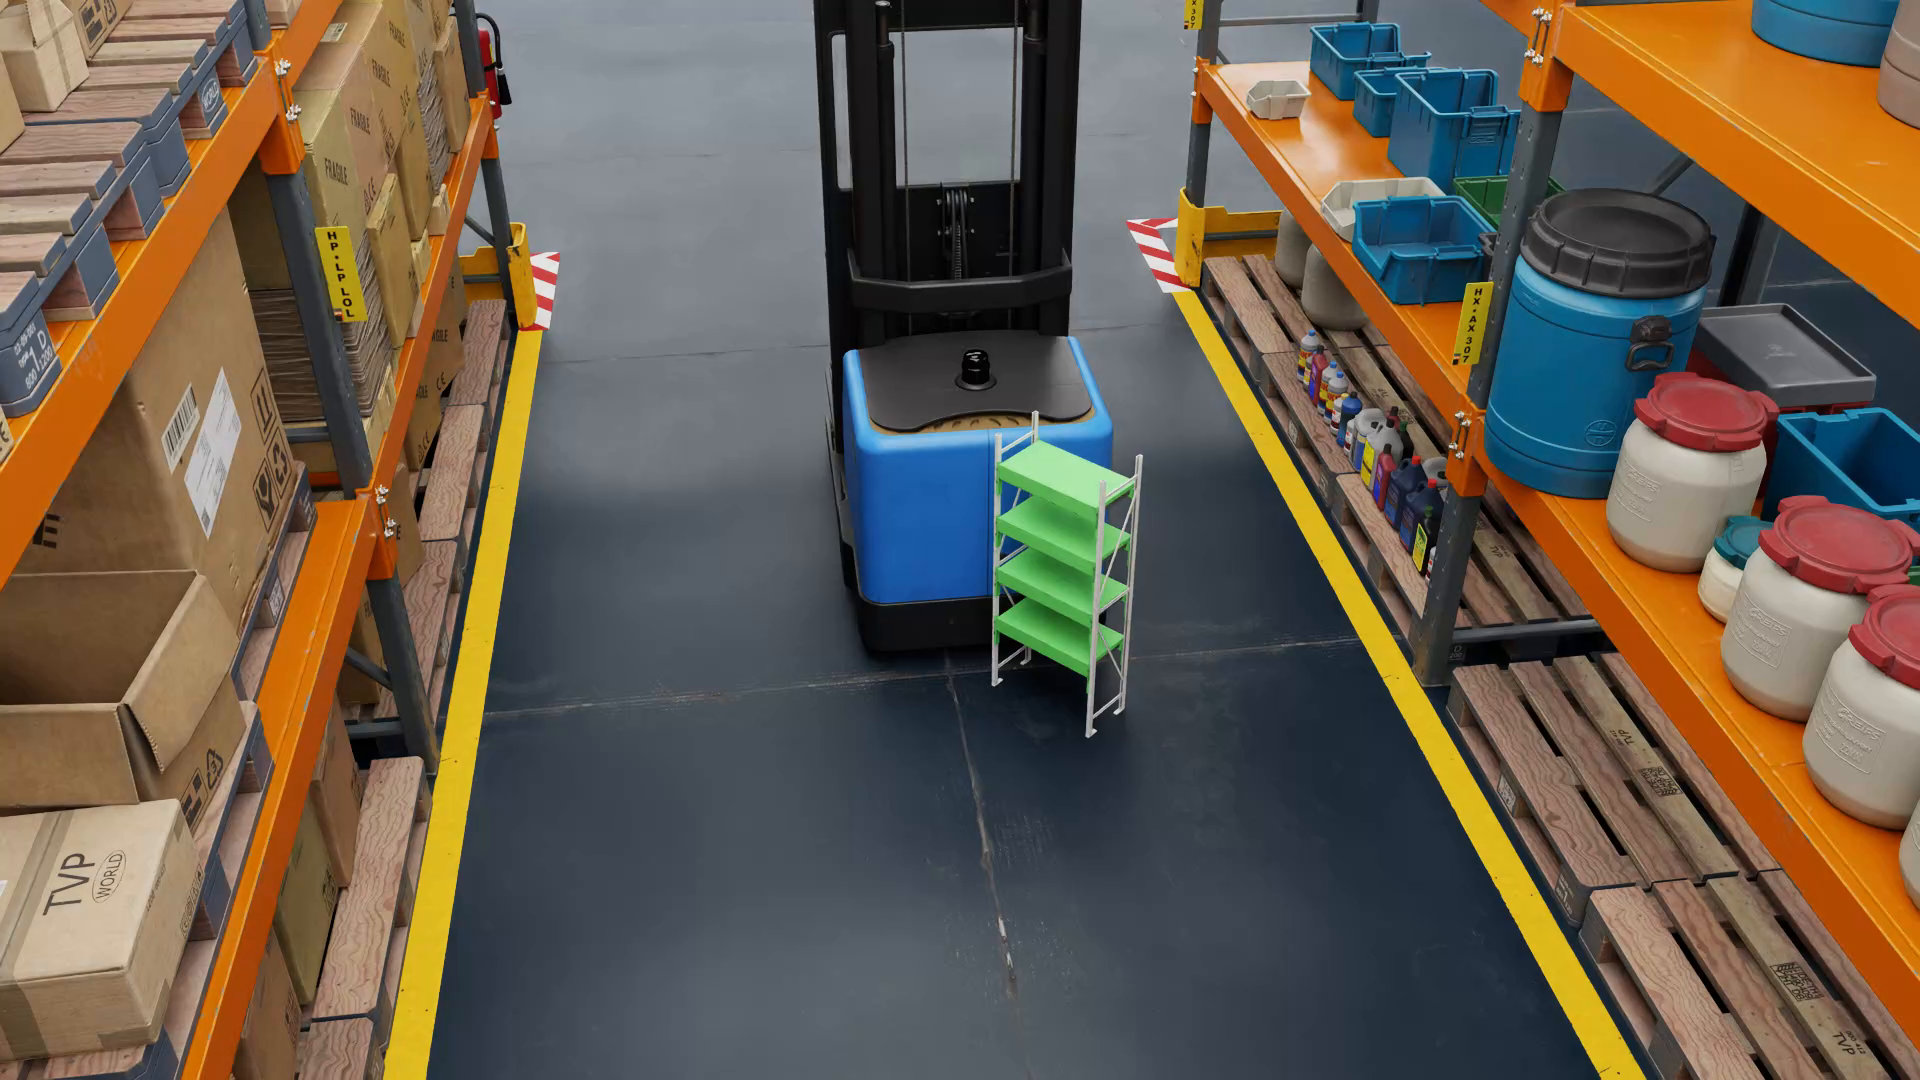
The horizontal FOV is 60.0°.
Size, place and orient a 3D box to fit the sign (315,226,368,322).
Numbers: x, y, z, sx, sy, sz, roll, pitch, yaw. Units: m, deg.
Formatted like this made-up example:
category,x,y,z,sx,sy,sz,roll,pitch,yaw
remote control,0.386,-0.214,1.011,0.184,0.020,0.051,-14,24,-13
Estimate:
category,x,y,z,sx,sy,sz,roll,pitch,yaw
sign,-1.969,-0.844,5.297,0.100,0.325,0.005,-4,35,-6

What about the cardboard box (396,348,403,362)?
category,x,y,z,sx,sy,sz,roll,pitch,yaw
cardboard box,-2.374,-0.777,6.450,0.380,0.149,0.250,-4,35,-6

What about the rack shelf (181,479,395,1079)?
category,x,y,z,sx,sy,sz,roll,pitch,yaw
rack shelf,-2.250,1.092,4.123,1.077,0.370,4.000,-4,35,-6

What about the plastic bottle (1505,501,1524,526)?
category,x,y,z,sx,sy,sz,roll,pitch,yaw
plastic bottle,2.549,-0.255,7.422,0.144,0.351,0.185,-4,35,-6

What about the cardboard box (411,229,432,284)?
category,x,y,z,sx,sy,sz,roll,pitch,yaw
cardboard box,-2.465,-1.196,7.065,0.380,0.149,0.250,-4,35,-6

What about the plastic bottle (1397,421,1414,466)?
category,x,y,z,sx,sy,sz,roll,pitch,yaw
plastic bottle,2.046,-0.403,7.699,0.061,0.283,0.133,-4,35,-6

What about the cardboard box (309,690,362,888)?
category,x,y,z,sx,sy,sz,roll,pitch,yaw
cardboard box,-2.458,0.874,5.633,0.700,0.500,0.500,-7,35,-10

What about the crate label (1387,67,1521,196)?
category,x,y,z,sx,sy,sz,roll,pitch,yaw
crate label,2.367,-1.937,7.897,0.502,0.435,0.616,-4,35,-6

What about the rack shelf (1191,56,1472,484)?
category,x,y,z,sx,sy,sz,roll,pitch,yaw
rack shelf,2.120,-1.515,7.949,1.077,0.370,4.000,-4,35,-6

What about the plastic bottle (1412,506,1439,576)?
category,x,y,z,sx,sy,sz,roll,pitch,yaw
plastic bottle,1.998,0.001,7.107,0.061,0.283,0.133,-3,34,-4

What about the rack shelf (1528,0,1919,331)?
category,x,y,z,sx,sy,sz,roll,pitch,yaw
rack shelf,2.658,-0.523,3.829,1.077,0.370,4.000,-4,35,-6

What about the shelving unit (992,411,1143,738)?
category,x,y,z,sx,sy,sz,roll,pitch,yaw
shelving unit,0.399,0.147,6.469,0.503,1.200,0.258,26,42,33

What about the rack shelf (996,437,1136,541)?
category,x,y,z,sx,sy,sz,roll,pitch,yaw
rack shelf,0.399,-0.197,6.235,0.480,0.148,0.258,26,42,33

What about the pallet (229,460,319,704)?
category,x,y,z,sx,sy,sz,roll,pitch,yaw
pallet,-2.560,0.195,4.970,1.003,0.211,1.213,-4,35,-6

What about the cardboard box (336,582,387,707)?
category,x,y,z,sx,sy,sz,roll,pitch,yaw
cardboard box,-2.533,0.312,6.476,0.500,0.500,0.500,-5,35,-8

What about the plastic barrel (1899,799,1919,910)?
category,x,y,z,sx,sy,sz,roll,pitch,yaw
plastic barrel,2.521,0.696,3.965,0.421,0.512,0.421,0,34,0

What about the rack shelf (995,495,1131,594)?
category,x,y,z,sx,sy,sz,roll,pitch,yaw
rack shelf,0.399,0.001,6.370,0.480,0.148,0.258,26,42,33

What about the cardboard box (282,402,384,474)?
category,x,y,z,sx,sy,sz,roll,pitch,yaw
cardboard box,-2.250,-0.360,5.838,0.380,0.149,0.250,-4,35,-6

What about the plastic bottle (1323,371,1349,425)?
category,x,y,z,sx,sy,sz,roll,pitch,yaw
plastic bottle,1.846,-0.701,8.147,0.097,0.271,0.097,0,34,0

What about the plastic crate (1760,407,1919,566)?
category,x,y,z,sx,sy,sz,roll,pitch,yaw
plastic crate,2.846,-0.098,5.244,0.392,0.384,0.575,-4,35,-6

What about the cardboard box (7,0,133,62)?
category,x,y,z,sx,sy,sz,roll,pitch,yaw
cardboard box,-2.554,-1.507,4.170,0.797,0.503,0.637,-6,35,-9

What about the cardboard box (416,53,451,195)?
category,x,y,z,sx,sy,sz,roll,pitch,yaw
cardboard box,-2.799,-1.857,7.458,0.875,0.500,0.500,-4,35,-6

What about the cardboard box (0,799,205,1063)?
category,x,y,z,sx,sy,sz,roll,pitch,yaw
cardboard box,-1.978,0.846,3.605,0.500,0.250,0.500,-5,35,-8

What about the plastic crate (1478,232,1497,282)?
category,x,y,z,sx,sy,sz,roll,pitch,yaw
plastic crate,2.445,-0.973,6.569,0.767,0.338,0.504,-4,35,-6

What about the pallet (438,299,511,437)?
category,x,y,z,sx,sy,sz,roll,pitch,yaw
pallet,-2.972,-0.903,8.887,1.003,0.211,1.213,-4,35,-6

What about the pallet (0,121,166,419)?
category,x,y,z,sx,sy,sz,roll,pitch,yaw
pallet,-2.399,-0.552,3.400,1.213,0.211,1.003,-4,35,-6

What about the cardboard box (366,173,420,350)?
category,x,y,z,sx,sy,sz,roll,pitch,yaw
cardboard box,-2.550,-1.023,6.235,0.875,0.500,0.500,-4,35,-6

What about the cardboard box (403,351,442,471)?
category,x,y,z,sx,sy,sz,roll,pitch,yaw
cardboard box,-2.810,-0.663,7.906,0.500,0.500,0.500,-1,34,-2

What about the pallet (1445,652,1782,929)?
category,x,y,z,sx,sy,sz,roll,pitch,yaw
pallet,2.533,0.891,6.255,1.003,0.211,1.213,-4,35,-6

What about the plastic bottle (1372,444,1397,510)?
category,x,y,z,sx,sy,sz,roll,pitch,yaw
plastic bottle,1.928,-0.288,7.531,0.061,0.283,0.133,-2,34,-3

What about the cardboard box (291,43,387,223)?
category,x,y,z,sx,sy,sz,roll,pitch,yaw
cardboard box,-2.396,-1.448,5.971,0.500,0.500,0.500,-4,35,-6

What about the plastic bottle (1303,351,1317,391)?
category,x,y,z,sx,sy,sz,roll,pitch,yaw
plastic bottle,1.800,-0.861,8.444,0.097,0.201,0.097,0,34,0

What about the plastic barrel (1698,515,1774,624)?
category,x,y,z,sx,sy,sz,roll,pitch,yaw
plastic barrel,2.415,0.111,5.047,0.301,0.262,0.301,0,34,0

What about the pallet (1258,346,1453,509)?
category,x,y,z,sx,sy,sz,roll,pitch,yaw
pallet,2.173,-0.605,8.450,1.003,0.211,1.213,-4,35,-6

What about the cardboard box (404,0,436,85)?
category,x,y,z,sx,sy,sz,roll,pitch,yaw
cardboard box,-2.600,-2.285,7.199,0.500,0.500,0.500,-4,35,-6

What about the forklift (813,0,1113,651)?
category,x,y,z,sx,sy,sz,roll,pitch,yaw
forklift,-0.082,-1.563,7.441,1.130,2.935,3.031,-4,35,-6

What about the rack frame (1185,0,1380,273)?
category,x,y,z,sx,sy,sz,roll,pitch,yaw
rack frame,1.851,-2.929,9.384,1.000,3.000,0.127,-4,35,-6

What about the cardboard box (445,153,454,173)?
category,x,y,z,sx,sy,sz,roll,pitch,yaw
cardboard box,-2.678,-1.891,8.084,0.380,0.149,0.250,-4,35,-6

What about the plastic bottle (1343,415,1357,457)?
category,x,y,z,sx,sy,sz,roll,pitch,yaw
plastic bottle,1.887,-0.502,7.917,0.097,0.201,0.097,0,34,0

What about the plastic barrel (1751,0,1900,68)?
category,x,y,z,sx,sy,sz,roll,pitch,yaw
plastic barrel,2.673,-1.876,4.730,0.600,0.901,0.708,-4,35,-6

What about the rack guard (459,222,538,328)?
category,x,y,z,sx,sy,sz,roll,pitch,yaw
rack guard,-3.046,-1.478,9.475,1.175,0.500,0.348,-4,35,-6

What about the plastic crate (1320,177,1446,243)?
category,x,y,z,sx,sy,sz,roll,pitch,yaw
plastic crate,1.920,-1.475,7.484,0.530,0.136,0.437,-4,35,-6

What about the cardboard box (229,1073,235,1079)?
category,x,y,z,sx,sy,sz,roll,pitch,yaw
cardboard box,-2.261,1.765,4.325,0.700,0.500,0.500,-2,34,-2
